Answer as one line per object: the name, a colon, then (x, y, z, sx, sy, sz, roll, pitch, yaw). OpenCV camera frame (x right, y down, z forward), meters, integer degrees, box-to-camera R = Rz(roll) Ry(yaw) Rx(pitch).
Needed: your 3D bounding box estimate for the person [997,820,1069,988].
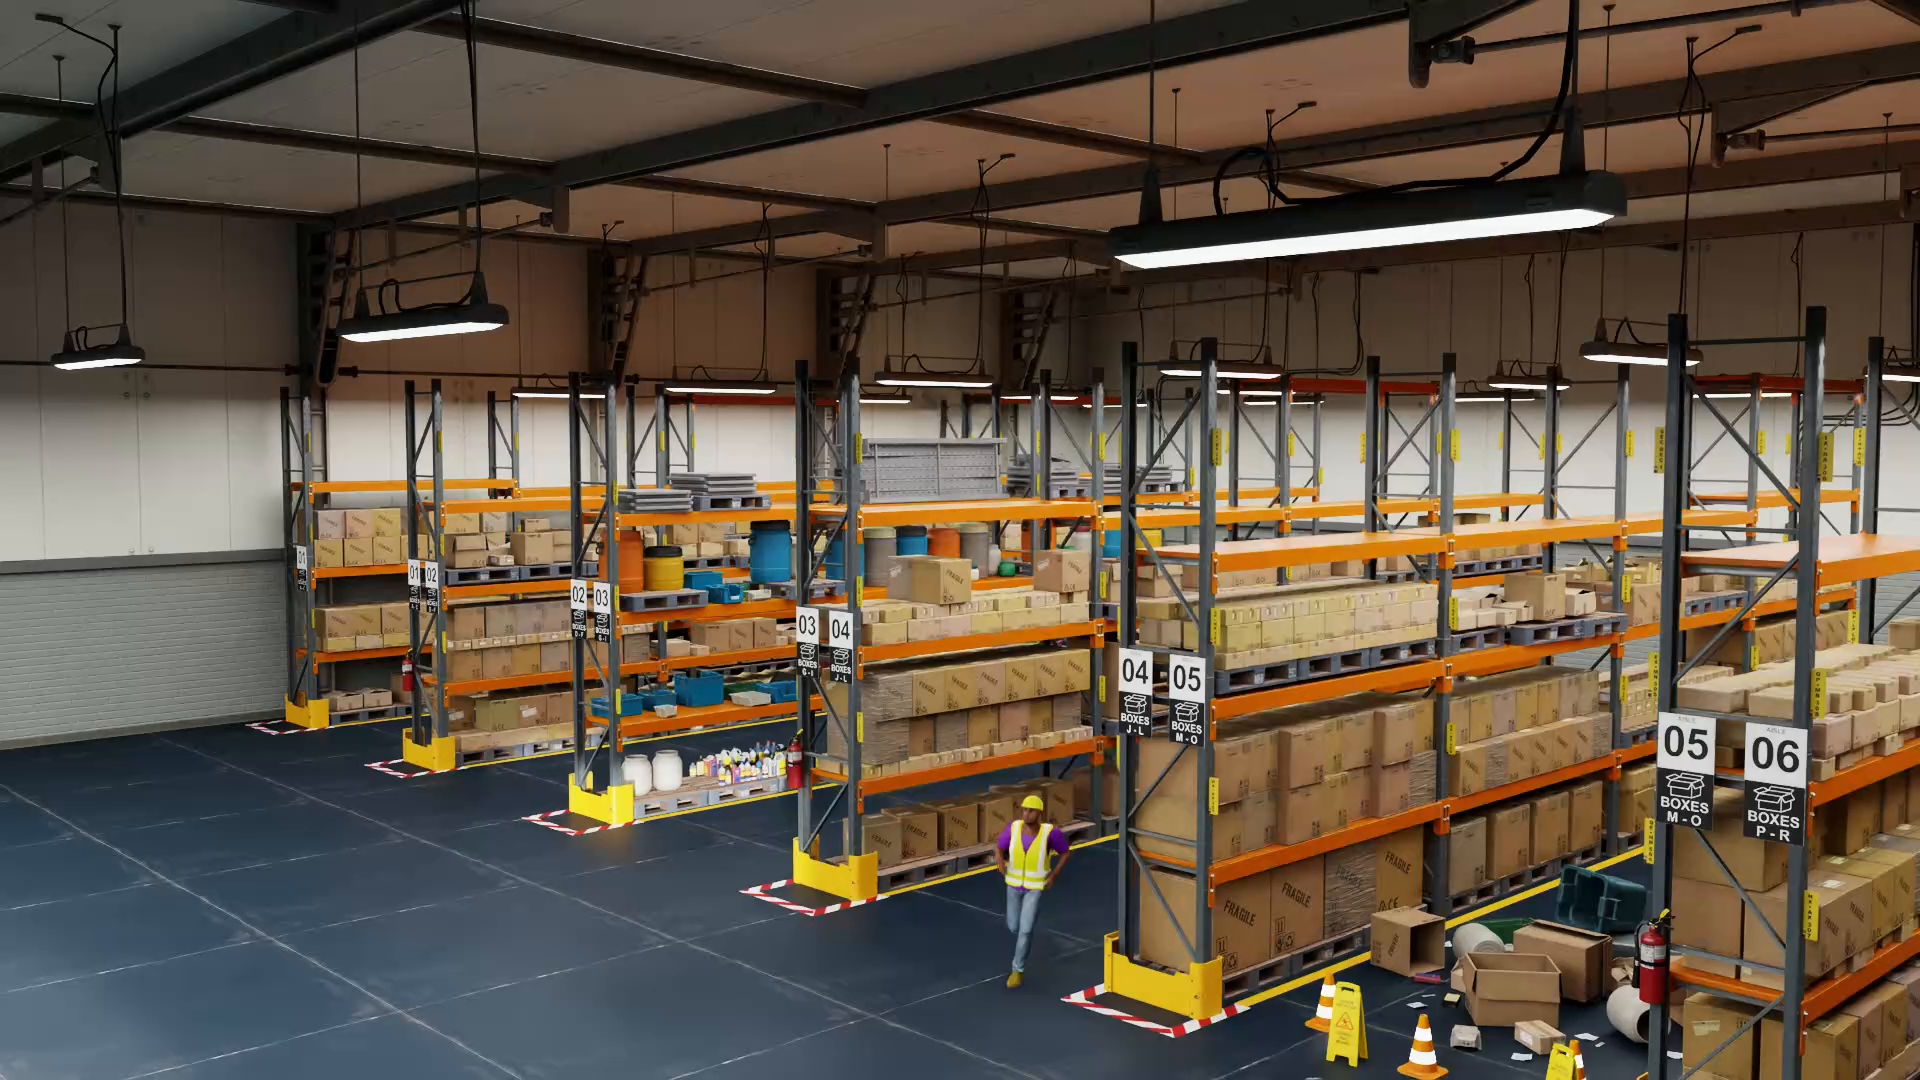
person: (0.679, 3.410, 15.829, 0.684, 1.519, 0.824, 1, 4, 20)

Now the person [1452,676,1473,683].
person: (7.580, 2.810, 25.035, 0.882, 1.529, 0.443, -4, 5, -44)
